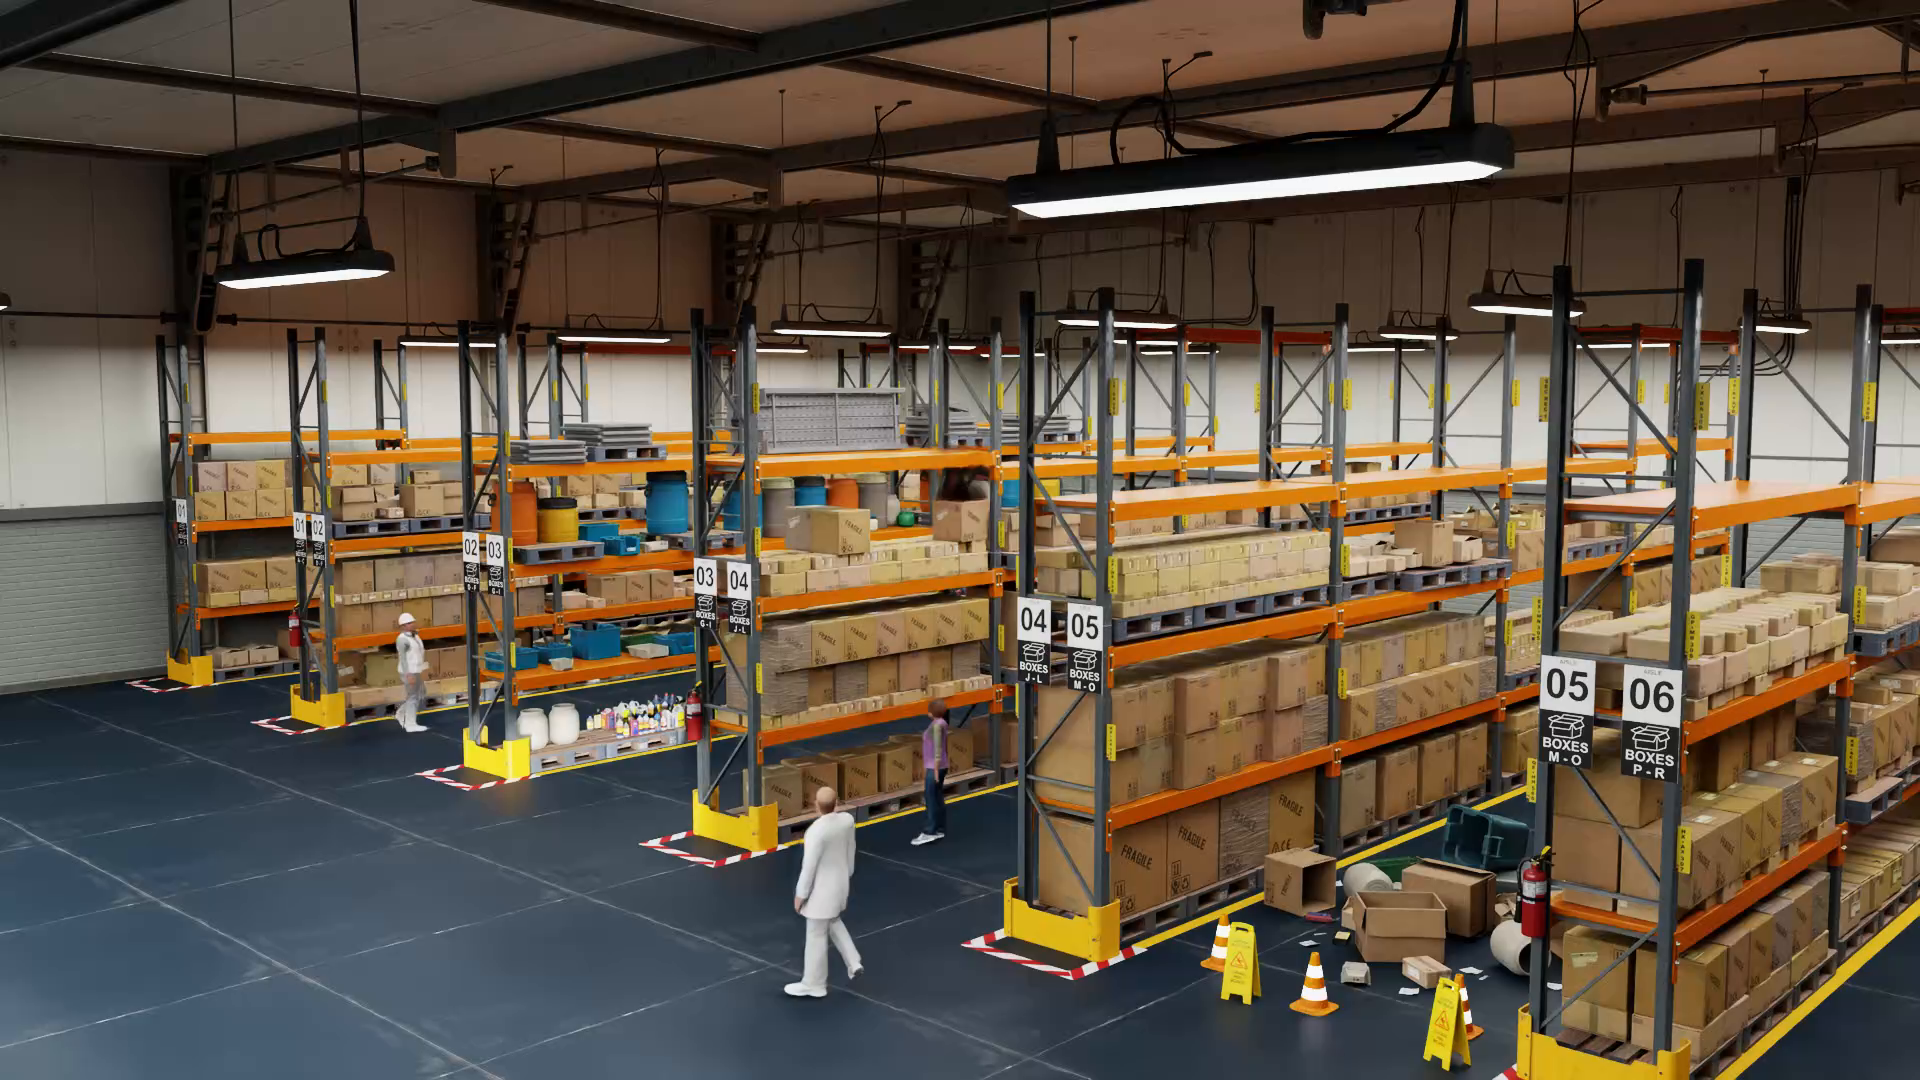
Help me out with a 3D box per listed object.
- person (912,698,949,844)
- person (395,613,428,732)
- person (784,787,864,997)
[{"bbox_3d":[-0.326,2.602,18.826,0.388,1.610,0.508,1,5,8],"label":"person"},{"bbox_3d":[-8.130,1.954,24.630,0.448,1.766,0.545,-2,6,-18],"label":"person"},{"bbox_3d":[-1.131,2.947,14.104,0.565,1.776,0.663,3,6,27],"label":"person"}]
